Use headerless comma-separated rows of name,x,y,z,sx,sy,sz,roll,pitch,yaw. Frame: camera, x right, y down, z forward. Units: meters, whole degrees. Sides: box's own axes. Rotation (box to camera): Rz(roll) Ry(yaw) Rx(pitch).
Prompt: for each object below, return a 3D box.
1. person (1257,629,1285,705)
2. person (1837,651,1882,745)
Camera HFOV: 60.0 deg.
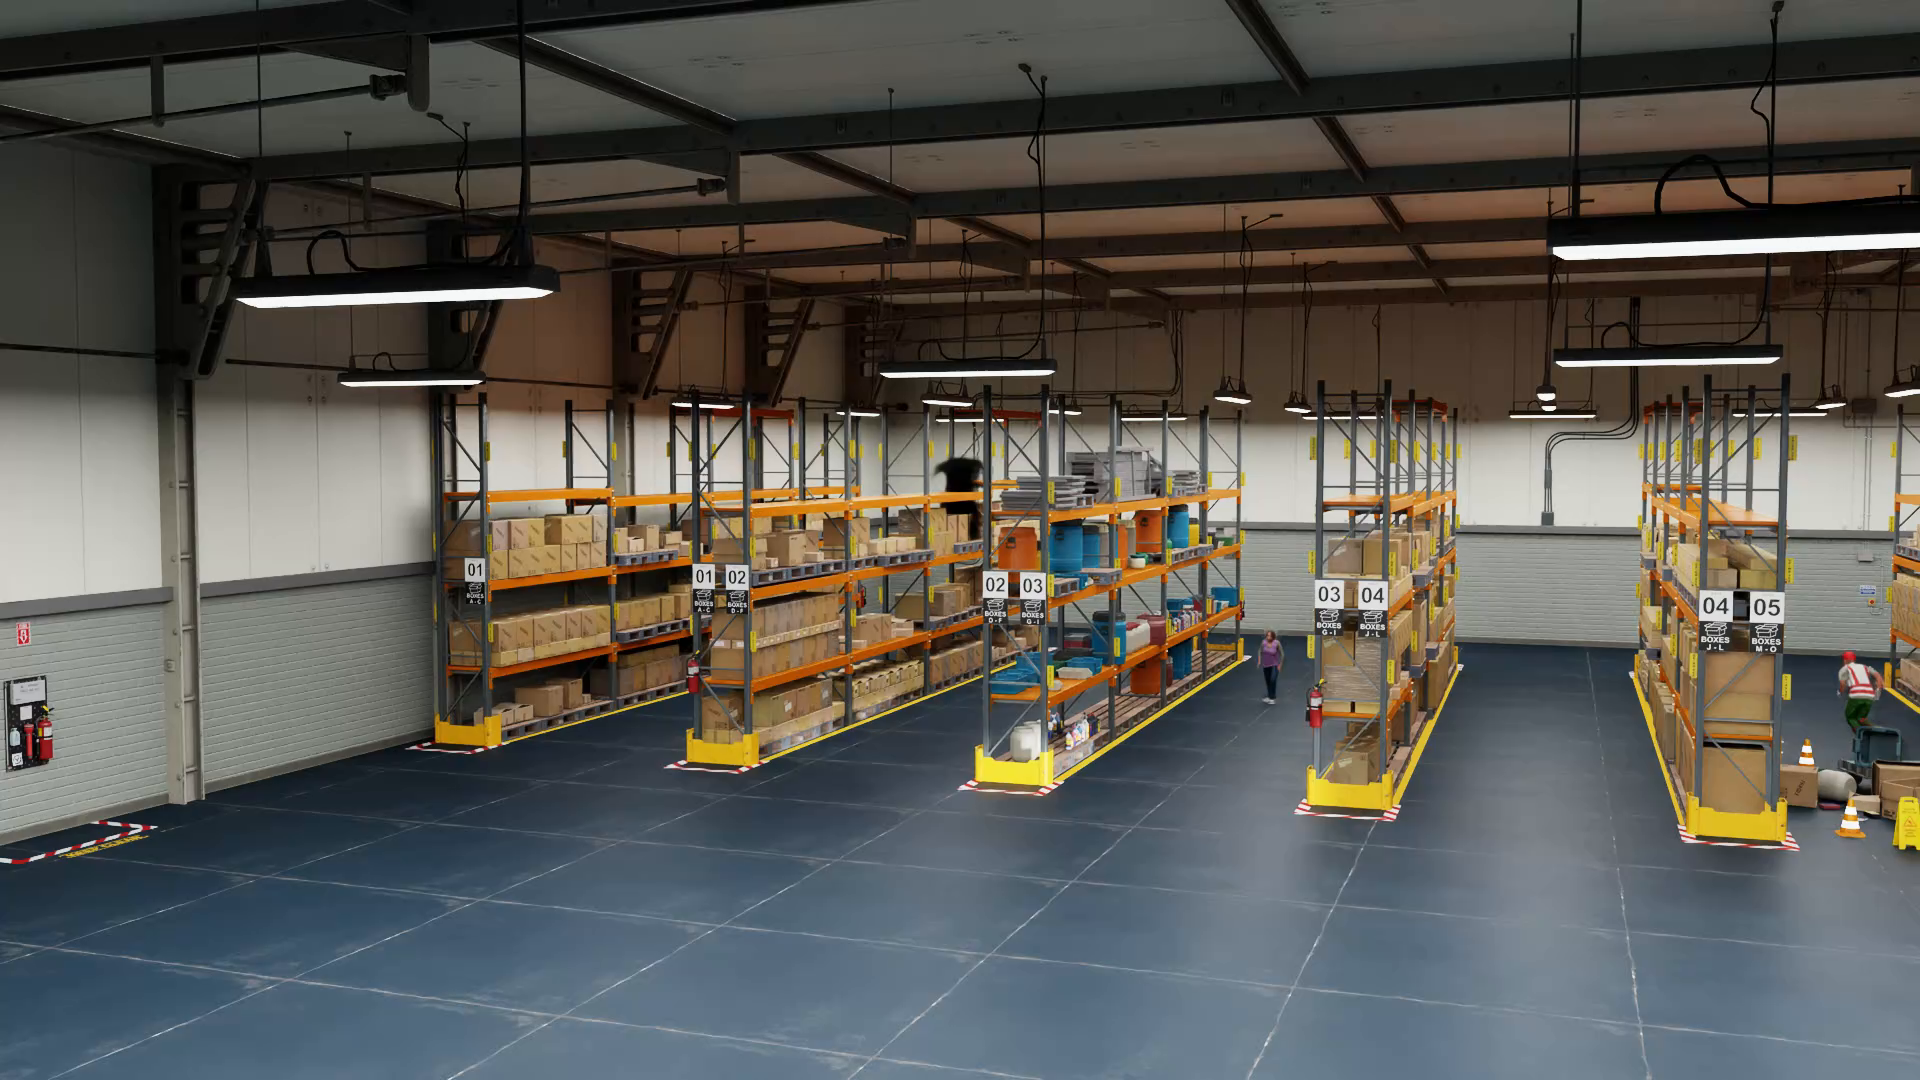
person,6.181,2.497,32.944,0.536,1.509,0.647,2,4,34
person,15.316,2.712,28.292,0.687,1.583,0.864,0,3,-3
